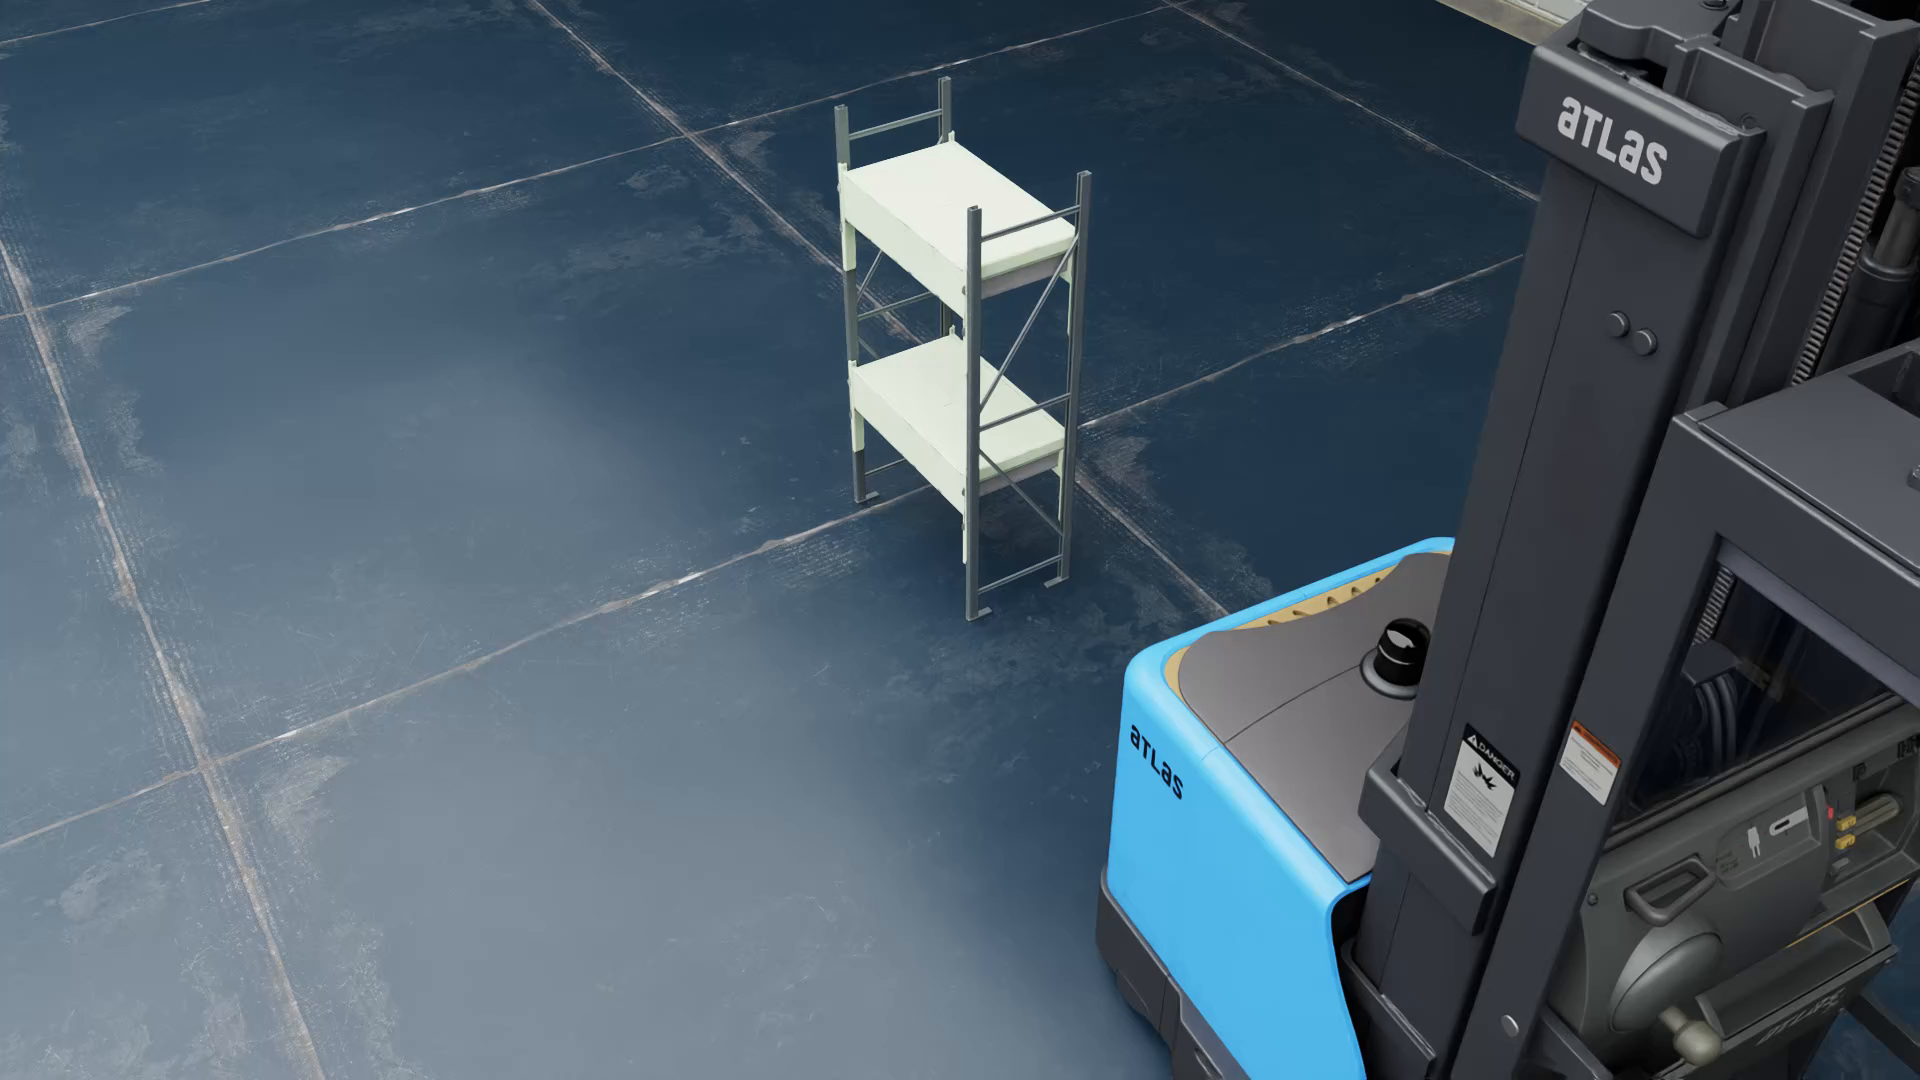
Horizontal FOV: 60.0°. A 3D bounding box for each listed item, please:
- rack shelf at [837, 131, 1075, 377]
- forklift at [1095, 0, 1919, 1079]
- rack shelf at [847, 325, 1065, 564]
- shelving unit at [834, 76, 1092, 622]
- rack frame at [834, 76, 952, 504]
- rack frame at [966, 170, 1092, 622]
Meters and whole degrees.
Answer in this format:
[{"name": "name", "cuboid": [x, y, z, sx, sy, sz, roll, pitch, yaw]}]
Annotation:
[{"name": "rack shelf", "cuboid": [-0.004, -0.880, 5.024, 0.431, 0.370, 0.720, -22, 45, -24]}, {"name": "forklift", "cuboid": [1.496, 0.646, 2.685, 1.130, 2.935, 3.031, -19, 43, -21]}, {"name": "rack shelf", "cuboid": [-0.004, -0.329, 5.483, 0.431, 0.370, 0.720, -22, 45, -24]}, {"name": "shelving unit", "cuboid": [-0.004, -0.580, 5.274, 0.431, 1.500, 0.755, -22, 45, -24]}, {"name": "rack frame", "cuboid": [-0.200, -0.777, 5.511, 0.400, 1.500, 0.023, -22, 45, -24]}, {"name": "rack frame", "cuboid": [0.193, -0.382, 5.037, 0.400, 1.500, 0.023, -22, 45, -24]}]
